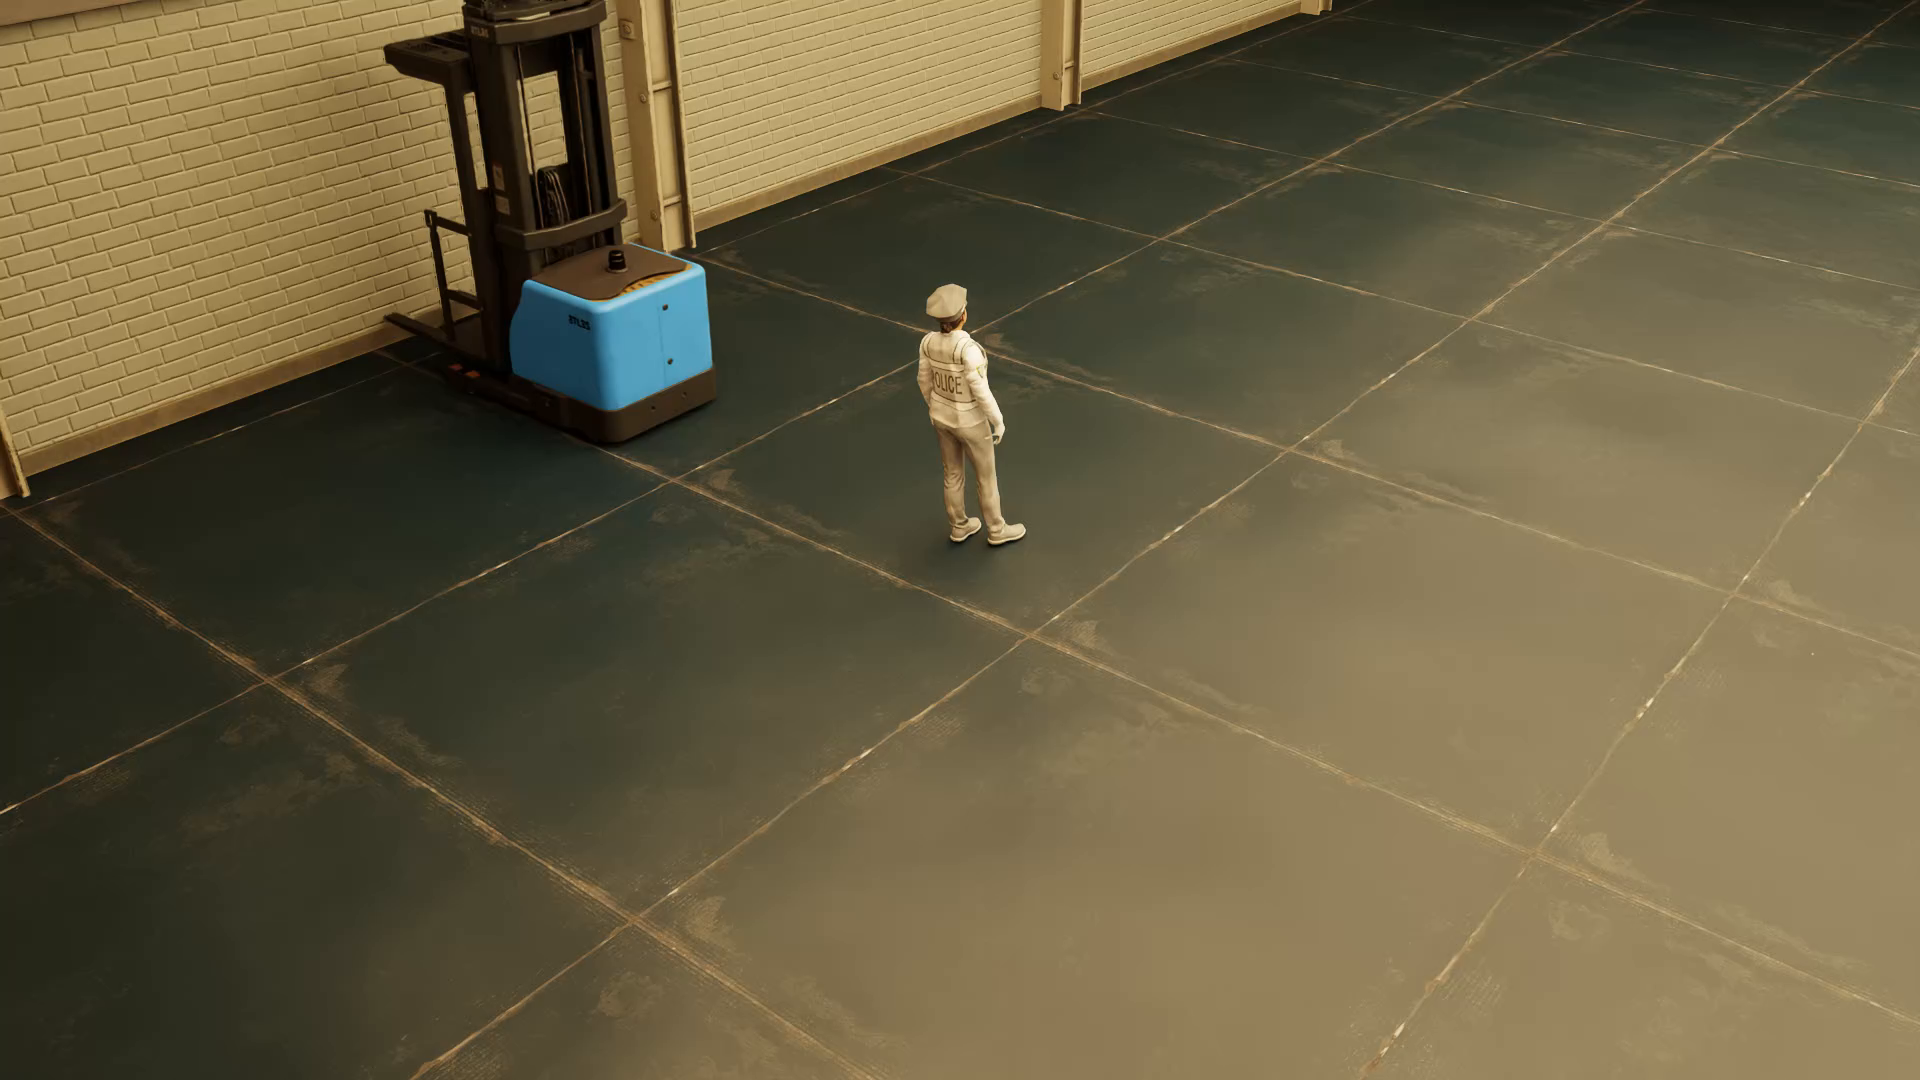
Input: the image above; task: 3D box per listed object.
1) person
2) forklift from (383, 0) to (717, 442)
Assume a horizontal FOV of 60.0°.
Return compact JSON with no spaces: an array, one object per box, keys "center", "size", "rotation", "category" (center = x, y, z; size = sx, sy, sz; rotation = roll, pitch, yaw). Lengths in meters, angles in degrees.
[{"center":[0.047,-0.762,10.110],"size":[0.588,1.696,0.533],"rotation":[22,37,33],"category":"person"},{"center":[-3.244,-2.540,11.941],"size":[3.031,2.935,1.130],"rotation":[22,37,33],"category":"forklift"}]
